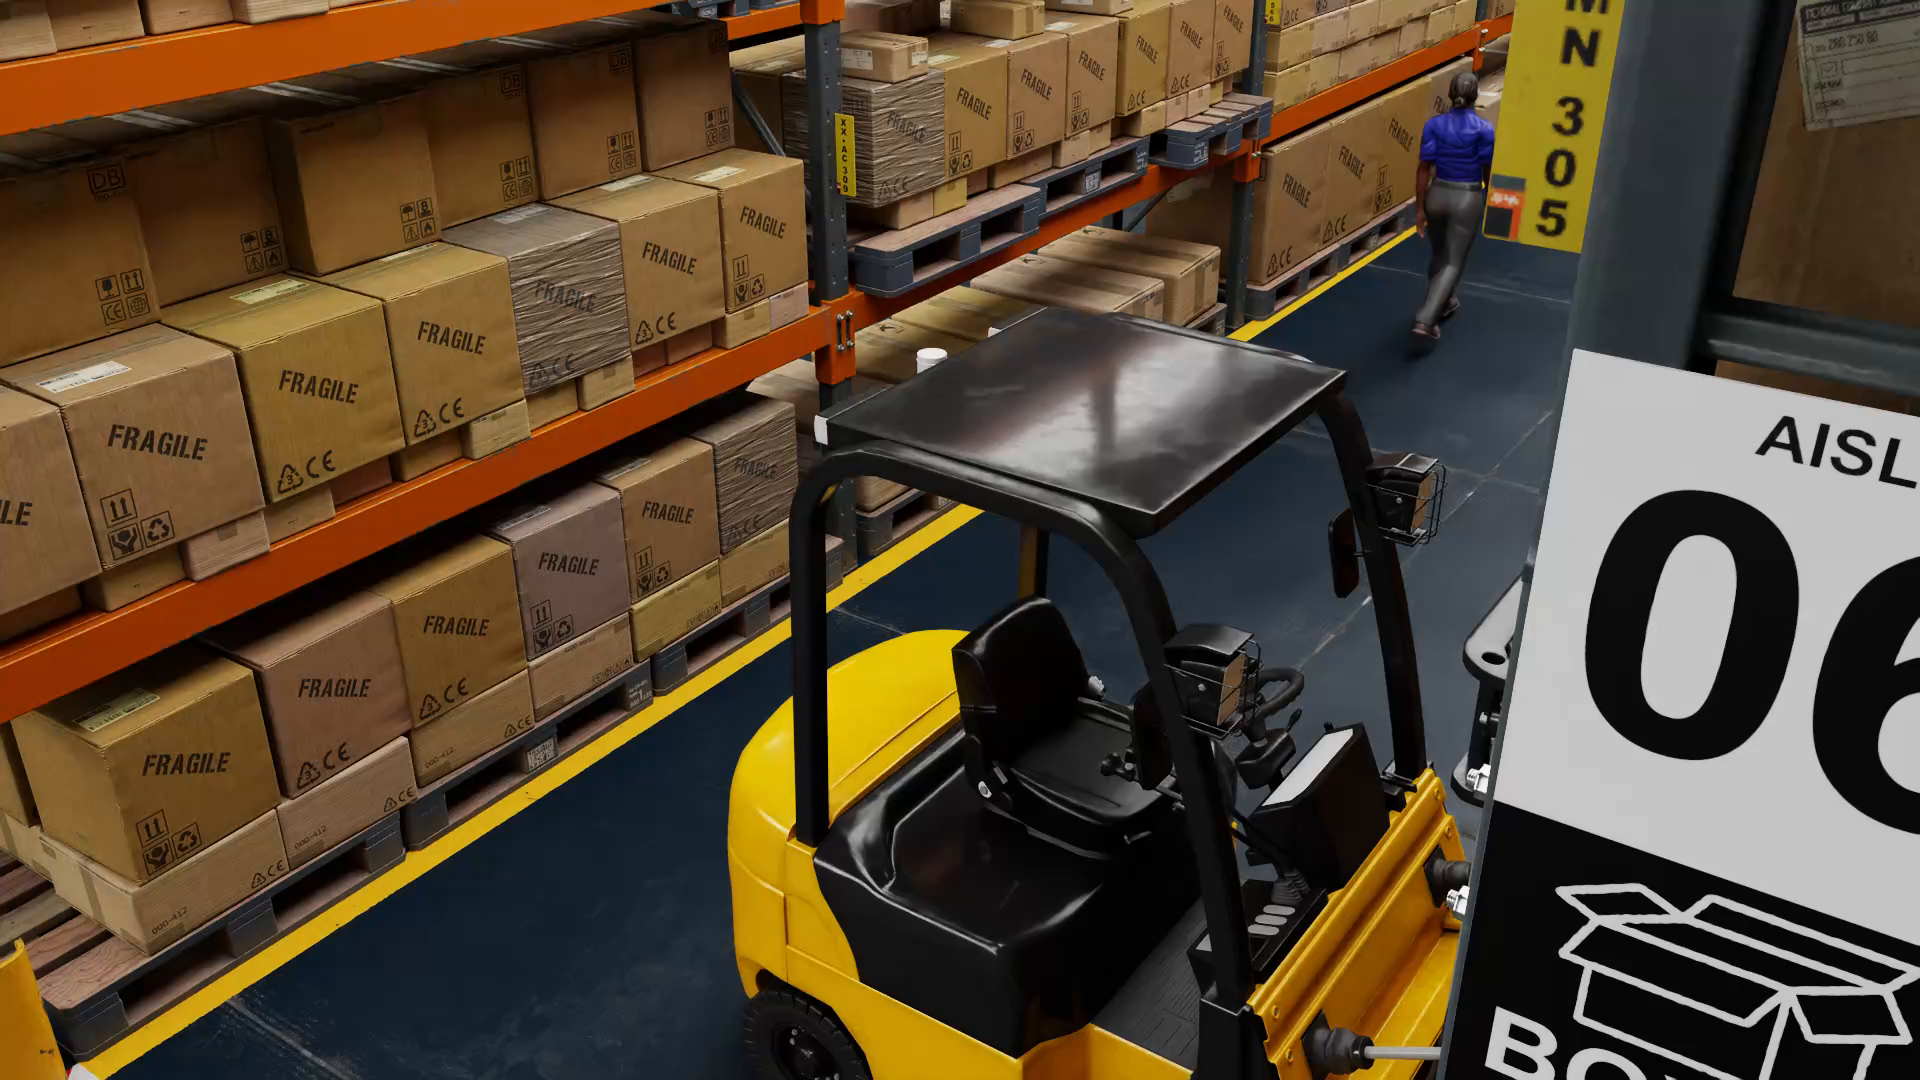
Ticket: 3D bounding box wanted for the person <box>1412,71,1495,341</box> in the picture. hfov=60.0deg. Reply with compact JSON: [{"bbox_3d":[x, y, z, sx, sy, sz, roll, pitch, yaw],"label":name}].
[{"bbox_3d":[2.993,-2.036,10.099,0.435,1.602,0.978,19,32,32],"label":"person"}]
